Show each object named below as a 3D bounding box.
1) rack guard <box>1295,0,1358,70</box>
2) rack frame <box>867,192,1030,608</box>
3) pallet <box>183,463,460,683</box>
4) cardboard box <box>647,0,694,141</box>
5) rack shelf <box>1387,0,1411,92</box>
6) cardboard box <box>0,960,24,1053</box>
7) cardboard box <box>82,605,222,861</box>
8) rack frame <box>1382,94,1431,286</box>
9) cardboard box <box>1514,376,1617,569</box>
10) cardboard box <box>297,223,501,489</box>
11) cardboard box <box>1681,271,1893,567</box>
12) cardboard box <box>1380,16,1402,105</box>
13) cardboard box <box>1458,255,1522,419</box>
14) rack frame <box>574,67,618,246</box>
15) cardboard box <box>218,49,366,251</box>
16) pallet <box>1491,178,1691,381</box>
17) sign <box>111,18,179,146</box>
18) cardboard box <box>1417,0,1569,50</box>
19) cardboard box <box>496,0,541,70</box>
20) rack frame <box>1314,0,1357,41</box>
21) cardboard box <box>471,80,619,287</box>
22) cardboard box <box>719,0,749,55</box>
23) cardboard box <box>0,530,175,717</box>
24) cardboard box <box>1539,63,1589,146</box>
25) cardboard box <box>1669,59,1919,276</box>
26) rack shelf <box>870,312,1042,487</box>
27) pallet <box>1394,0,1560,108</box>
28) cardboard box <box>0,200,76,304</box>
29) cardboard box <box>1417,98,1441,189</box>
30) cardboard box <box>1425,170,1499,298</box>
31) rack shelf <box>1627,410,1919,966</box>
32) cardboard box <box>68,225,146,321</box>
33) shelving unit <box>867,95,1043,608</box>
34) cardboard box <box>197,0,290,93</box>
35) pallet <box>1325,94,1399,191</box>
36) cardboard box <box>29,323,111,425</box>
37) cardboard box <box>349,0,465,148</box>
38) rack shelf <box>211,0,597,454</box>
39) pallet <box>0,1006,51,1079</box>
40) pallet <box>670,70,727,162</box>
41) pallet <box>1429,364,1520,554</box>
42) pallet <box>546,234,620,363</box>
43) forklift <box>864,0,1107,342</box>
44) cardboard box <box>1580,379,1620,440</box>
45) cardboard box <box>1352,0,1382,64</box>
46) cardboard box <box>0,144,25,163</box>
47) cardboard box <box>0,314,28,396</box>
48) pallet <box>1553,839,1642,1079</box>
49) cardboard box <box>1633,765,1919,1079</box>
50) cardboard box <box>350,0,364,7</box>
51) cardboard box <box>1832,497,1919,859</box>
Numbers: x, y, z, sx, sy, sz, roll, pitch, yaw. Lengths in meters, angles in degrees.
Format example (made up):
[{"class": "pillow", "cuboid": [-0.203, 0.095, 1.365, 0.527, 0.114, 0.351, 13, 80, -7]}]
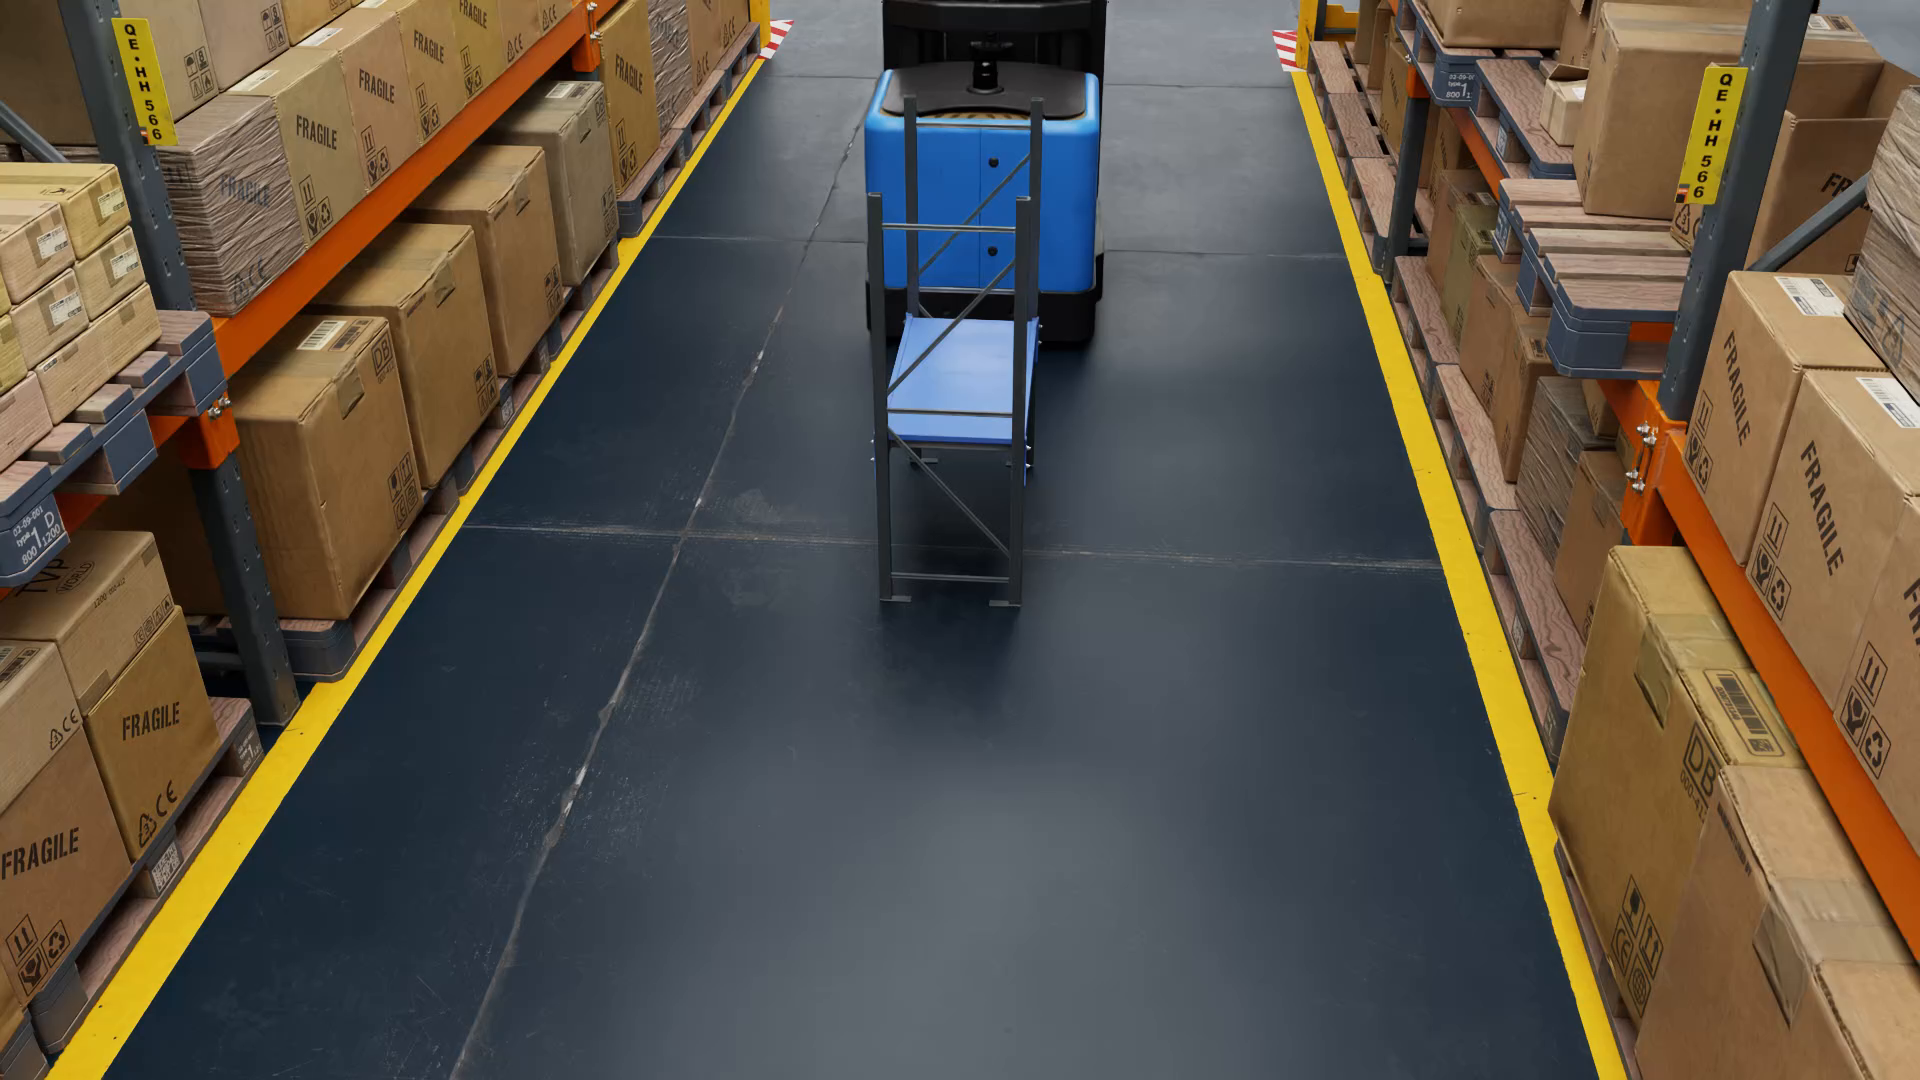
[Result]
[{"class": "rack guard", "cuboid": [2.948, -3.545, 11.526, 1.175, 0.500, 0.348, 2, 32, 4]}, {"class": "rack frame", "cuboid": [-0.034, -0.417, 5.498, 0.500, 1.500, 0.032, 2, 32, 4]}, {"class": "pallet", "cuboid": [-2.494, 0.048, 5.971, 1.003, 0.211, 1.213, 2, 32, 4]}, {"class": "cardboard box", "cuboid": [-2.117, -2.894, 9.711, 0.875, 0.875, 0.875, 3, 32, 4]}, {"class": "rack shelf", "cuboid": [2.791, -3.297, 9.426, 1.077, 0.370, 4.000, 2, 32, 4]}, {"class": "cardboard box", "cuboid": [-2.499, 1.059, 3.655, 0.500, 0.500, 0.500, 1, 32, 2]}, {"class": "cardboard box", "cuboid": [-2.426, 0.510, 4.545, 0.500, 0.500, 0.500, 2, 32, 4]}, {"class": "rack frame", "cuboid": [2.628, -2.557, 7.541, 1.000, 3.000, 0.127, 2, 32, 4]}, {"class": "cardboard box", "cuboid": [2.369, -0.231, 5.728, 0.700, 0.500, 0.500, 0, 32, 0]}, {"class": "cardboard box", "cuboid": [-2.426, -0.723, 6.309, 1.050, 0.750, 0.750, 3, 32, 5]}, {"class": "cardboard box", "cuboid": [1.992, -0.266, 3.727, 0.500, 0.500, 0.500, 3, 32, 5]}, {"class": "cardboard box", "cuboid": [2.802, -2.797, 9.912, 0.500, 0.500, 0.500, 5, 32, 9]}, {"class": "cardboard box", "cuboid": [2.454, -0.819, 6.683, 0.700, 0.500, 0.500, 0, 32, 0]}, {"class": "rack frame", "cuboid": [-2.307, -2.822, 7.970, 1.000, 3.000, 0.127, 2, 32, 4]}, {"class": "cardboard box", "cuboid": [-2.289, -1.262, 5.344, 0.500, 0.500, 0.500, 2, 32, 4]}, {"class": "pallet", "cuboid": [2.254, -0.761, 4.809, 1.213, 0.211, 1.003, 2, 32, 4]}, {"class": "sign", "cuboid": [-2.091, -1.171, 4.264, 0.100, 0.325, 0.005, 2, 32, 4]}, {"class": "cardboard box", "cuboid": [2.424, -2.582, 6.609, 1.000, 1.000, 1.000, 3, 32, 4]}, {"class": "cardboard box", "cuboid": [-2.124, -2.316, 7.054, 0.500, 0.500, 0.500, 2, 32, 3]}, {"class": "rack frame", "cuboid": [2.954, -4.649, 10.935, 1.000, 3.000, 0.127, 2, 32, 4]}, {"class": "cardboard box", "cuboid": [-2.268, -1.715, 7.917, 1.050, 0.750, 0.750, 2, 32, 4]}, {"class": "cardboard box", "cuboid": [-1.971, -3.830, 11.231, 0.875, 0.875, 0.875, 3, 32, 4]}, {"class": "cardboard box", "cuboid": [-2.427, 0.205, 4.327, 0.500, 0.250, 0.500, 2, 32, 3]}, {"class": "cardboard box", "cuboid": [2.169, -1.471, 5.505, 0.396, 0.266, 0.258, 2, 32, 3]}, {"class": "cardboard box", "cuboid": [2.306, -0.971, 4.471, 0.500, 0.500, 0.500, -1, 32, -2]}, {"class": "rack shelf", "cuboid": [0.007, -0.530, 6.023, 0.538, 0.185, 1.000, 2, 32, 4]}, {"class": "pallet", "cuboid": [2.421, -2.082, 6.953, 1.003, 0.211, 1.213, 2, 32, 4]}, {"class": "cardboard box", "cuboid": [-2.239, -0.648, 3.715, 0.380, 0.149, 0.250, 2, 32, 3]}, {"class": "cardboard box", "cuboid": [2.740, -2.179, 8.909, 0.500, 0.500, 0.500, 13, 34, 19]}, {"class": "cardboard box", "cuboid": [2.557, -1.360, 7.562, 0.700, 0.500, 0.500, 0, 32, 0]}, {"class": "rack shelf", "cuboid": [2.140, 0.886, 2.638, 1.077, 0.370, 4.000, 2, 32, 4]}, {"class": "cardboard box", "cuboid": [-2.219, -0.651, 4.003, 0.380, 0.149, 0.250, 3, 32, 5]}, {"class": "shelving unit", "cuboid": [0.007, -0.683, 5.929, 0.538, 1.500, 1.048, 2, 32, 4]}, {"class": "cardboard box", "cuboid": [-2.547, -1.698, 5.097, 0.700, 0.500, 0.500, 2, 32, 3]}, {"class": "pallet", "cuboid": [2.744, -2.363, 9.883, 1.003, 0.211, 1.213, 2, 32, 4]}, {"class": "cardboard box", "cuboid": [-2.237, -0.395, 3.871, 0.380, 0.149, 0.250, 2, 32, 4]}, {"class": "cardboard box", "cuboid": [-2.204, -1.786, 6.194, 0.500, 0.500, 0.500, 2, 32, 3]}, {"class": "rack shelf", "cuboid": [-2.470, -1.470, 6.462, 1.077, 0.370, 4.000, 2, 32, 4]}, {"class": "pallet", "cuboid": [-2.800, 1.501, 3.612, 1.003, 0.211, 1.213, 2, 32, 4]}, {"class": "pallet", "cuboid": [-2.071, -2.669, 10.380, 1.003, 0.211, 1.213, 2, 32, 4]}, {"class": "pallet", "cuboid": [2.469, -0.323, 6.574, 1.003, 0.211, 1.213, 2, 32, 4]}, {"class": "pallet", "cuboid": [-2.295, -1.228, 8.042, 1.003, 0.211, 1.213, 2, 32, 4]}, {"class": "forklift", "cuboid": [0.183, -2.896, 8.156, 1.130, 2.935, 3.031, 2, 32, 3]}, {"class": "cardboard box", "cuboid": [2.360, -0.538, 5.512, 0.500, 0.250, 0.500, 6, 32, 10]}, {"class": "cardboard box", "cuboid": [2.886, -3.438, 10.952, 0.500, 0.500, 0.500, 8, 33, 13]}, {"class": "cardboard box", "cuboid": [-2.864, -1.020, 4.951, 0.500, 0.500, 0.500, 2, 32, 4]}, {"class": "cardboard box", "cuboid": [-2.258, -0.374, 3.553, 0.380, 0.149, 0.250, 3, 32, 5]}, {"class": "pallet", "cuboid": [2.163, 1.130, 4.215, 1.003, 0.211, 1.213, 2, 32, 4]}, {"class": "cardboard box", "cuboid": [2.145, 1.086, 3.254, 1.225, 0.875, 0.875, 3, 32, 4]}, {"class": "cardboard box", "cuboid": [-2.466, -2.233, 5.966, 0.700, 0.500, 0.500, 2, 32, 3]}, {"class": "cardboard box", "cuboid": [1.914, 0.272, 2.854, 0.500, 0.500, 0.500, 2, 32, 3]}]
